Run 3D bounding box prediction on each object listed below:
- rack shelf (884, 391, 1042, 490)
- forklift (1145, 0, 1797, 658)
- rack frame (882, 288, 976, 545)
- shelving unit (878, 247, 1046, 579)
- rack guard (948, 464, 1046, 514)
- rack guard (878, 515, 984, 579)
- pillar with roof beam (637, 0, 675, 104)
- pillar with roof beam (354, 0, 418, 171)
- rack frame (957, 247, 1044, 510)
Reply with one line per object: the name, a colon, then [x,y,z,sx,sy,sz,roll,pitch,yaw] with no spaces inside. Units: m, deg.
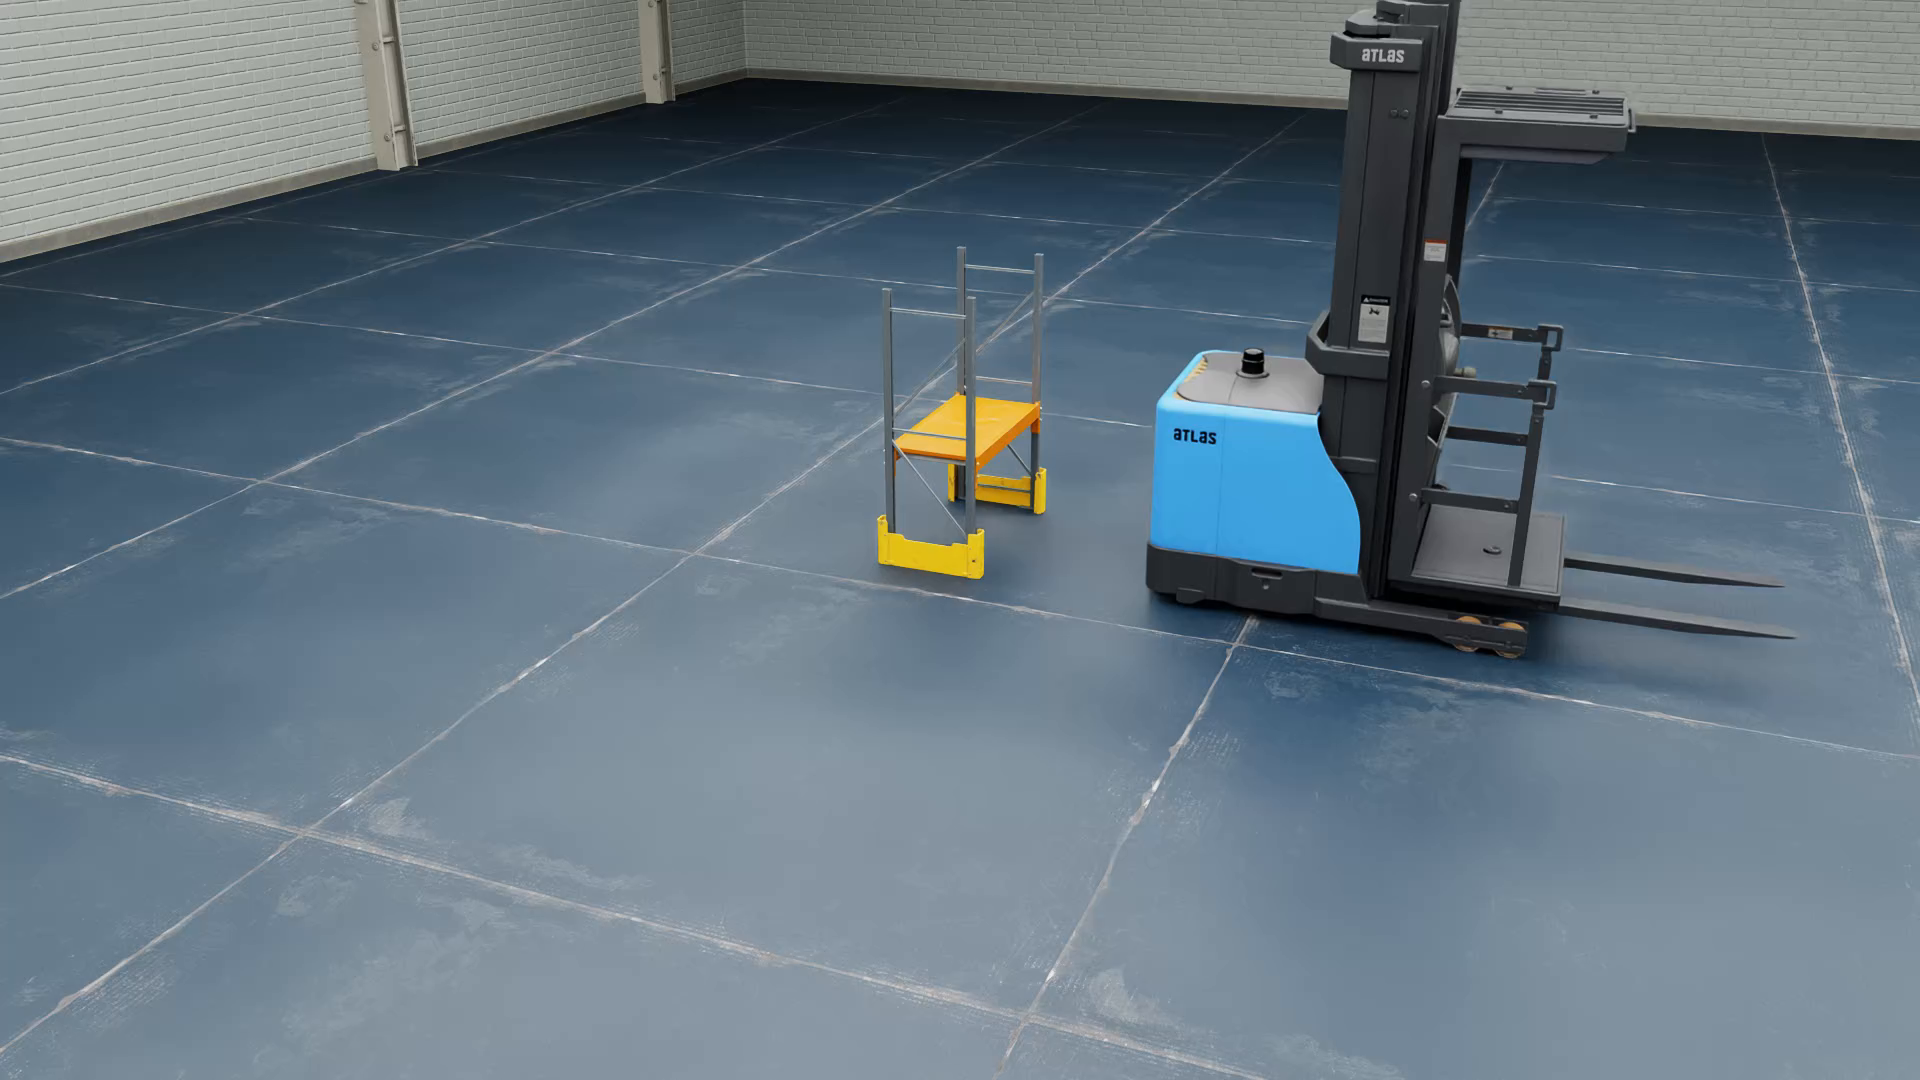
rack shelf: [0.032,-0.557,9.103,0.538,0.185,1.000,9,24,20]
forklift: [2.523,-1.023,7.896,3.031,2.935,1.130,8,24,19]
rack frame: [-0.157,-0.541,8.598,0.500,1.500,0.032,9,24,20]
shelving unit: [0.028,-0.719,9.026,0.587,1.500,1.083,9,24,20]
rack guard: [0.213,-0.321,9.694,0.587,0.250,0.087,9,24,20]
rack guard: [-0.157,0.036,8.840,0.587,0.250,0.087,9,24,20]
pillar with roof beam: [-0.534,-10.162,21.904,9.100,9.000,0.400,9,24,20]
pillar with roof beam: [-2.762,-8.015,16.763,9.100,9.000,0.400,9,24,20]
rack frame: [0.221,-0.904,9.470,0.500,1.500,0.032,9,24,20]
